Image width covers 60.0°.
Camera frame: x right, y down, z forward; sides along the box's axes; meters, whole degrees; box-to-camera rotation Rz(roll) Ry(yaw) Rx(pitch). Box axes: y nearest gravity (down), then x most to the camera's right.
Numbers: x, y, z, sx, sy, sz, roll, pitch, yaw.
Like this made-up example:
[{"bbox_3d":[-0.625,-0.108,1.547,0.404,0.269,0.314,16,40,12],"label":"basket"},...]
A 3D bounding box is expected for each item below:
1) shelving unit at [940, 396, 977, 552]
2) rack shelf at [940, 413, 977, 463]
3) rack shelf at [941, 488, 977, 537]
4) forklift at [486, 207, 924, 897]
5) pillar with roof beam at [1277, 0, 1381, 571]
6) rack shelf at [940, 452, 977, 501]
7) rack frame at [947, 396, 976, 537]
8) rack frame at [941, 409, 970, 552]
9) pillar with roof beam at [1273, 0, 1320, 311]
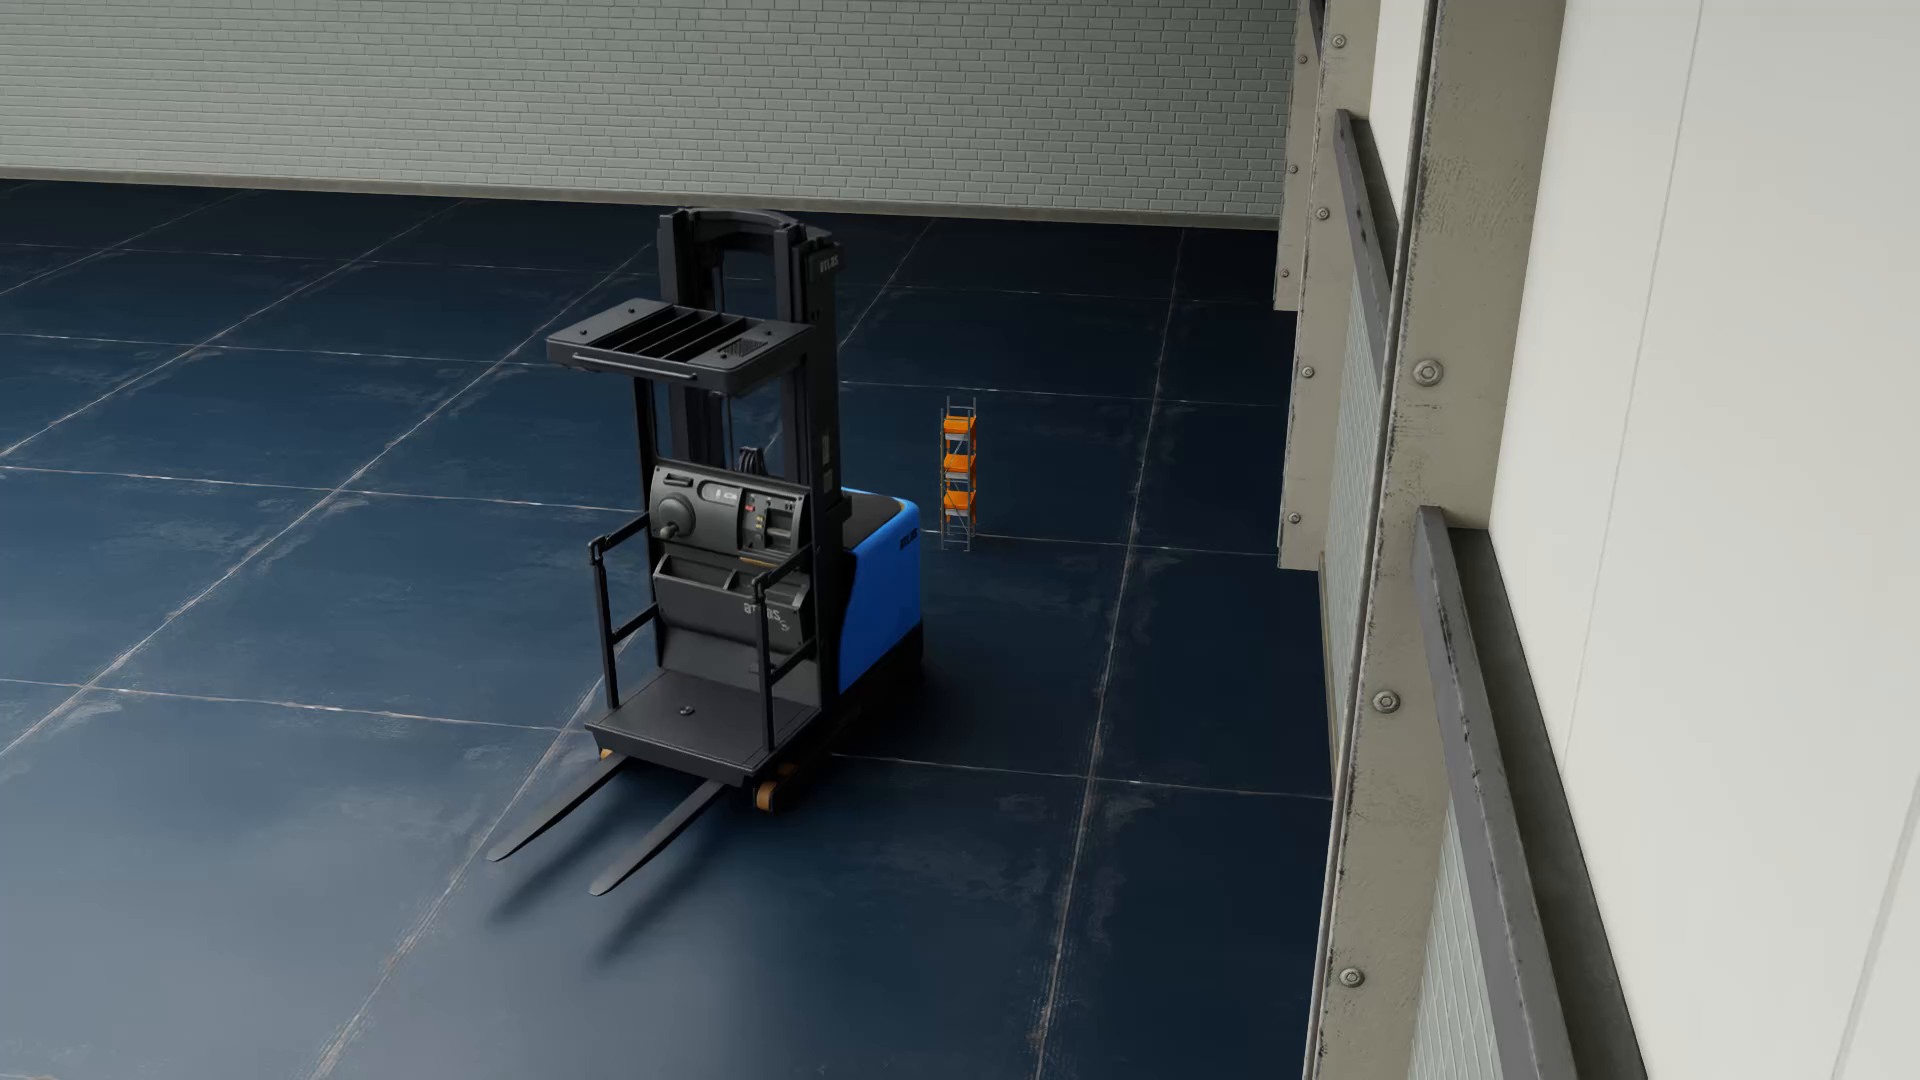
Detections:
[{"bbox_3d":[-0.009,-0.453,11.524,0.215,1.050,0.252,4,25,9],"label":"shelving unit"},{"bbox_3d":[-0.009,-0.701,11.408,0.215,0.259,0.240,4,25,9],"label":"rack shelf"},{"bbox_3d":[-0.009,-0.192,11.646,0.215,0.259,0.240,4,25,9],"label":"rack shelf"},{"bbox_3d":[-1.320,-0.109,8.569,1.130,2.935,3.031,12,28,23],"label":"forklift"},{"bbox_3d":[-1.887,-4.255,10.269,9.100,9.000,0.400,4,25,9],"label":"pillar with roof beam"},{"bbox_3d":[-0.009,-0.444,11.528,0.215,0.259,0.240,4,25,9],"label":"rack shelf"},{"bbox_3d":[0.011,-0.504,11.633,0.200,1.050,0.008,4,25,9],"label":"rack frame"},{"bbox_3d":[-0.029,-0.402,11.415,0.200,1.050,0.008,4,25,9],"label":"rack frame"},{"bbox_3d":[-0.907,-6.764,15.630,9.100,9.000,0.400,4,25,9],"label":"pillar with roof beam"}]
